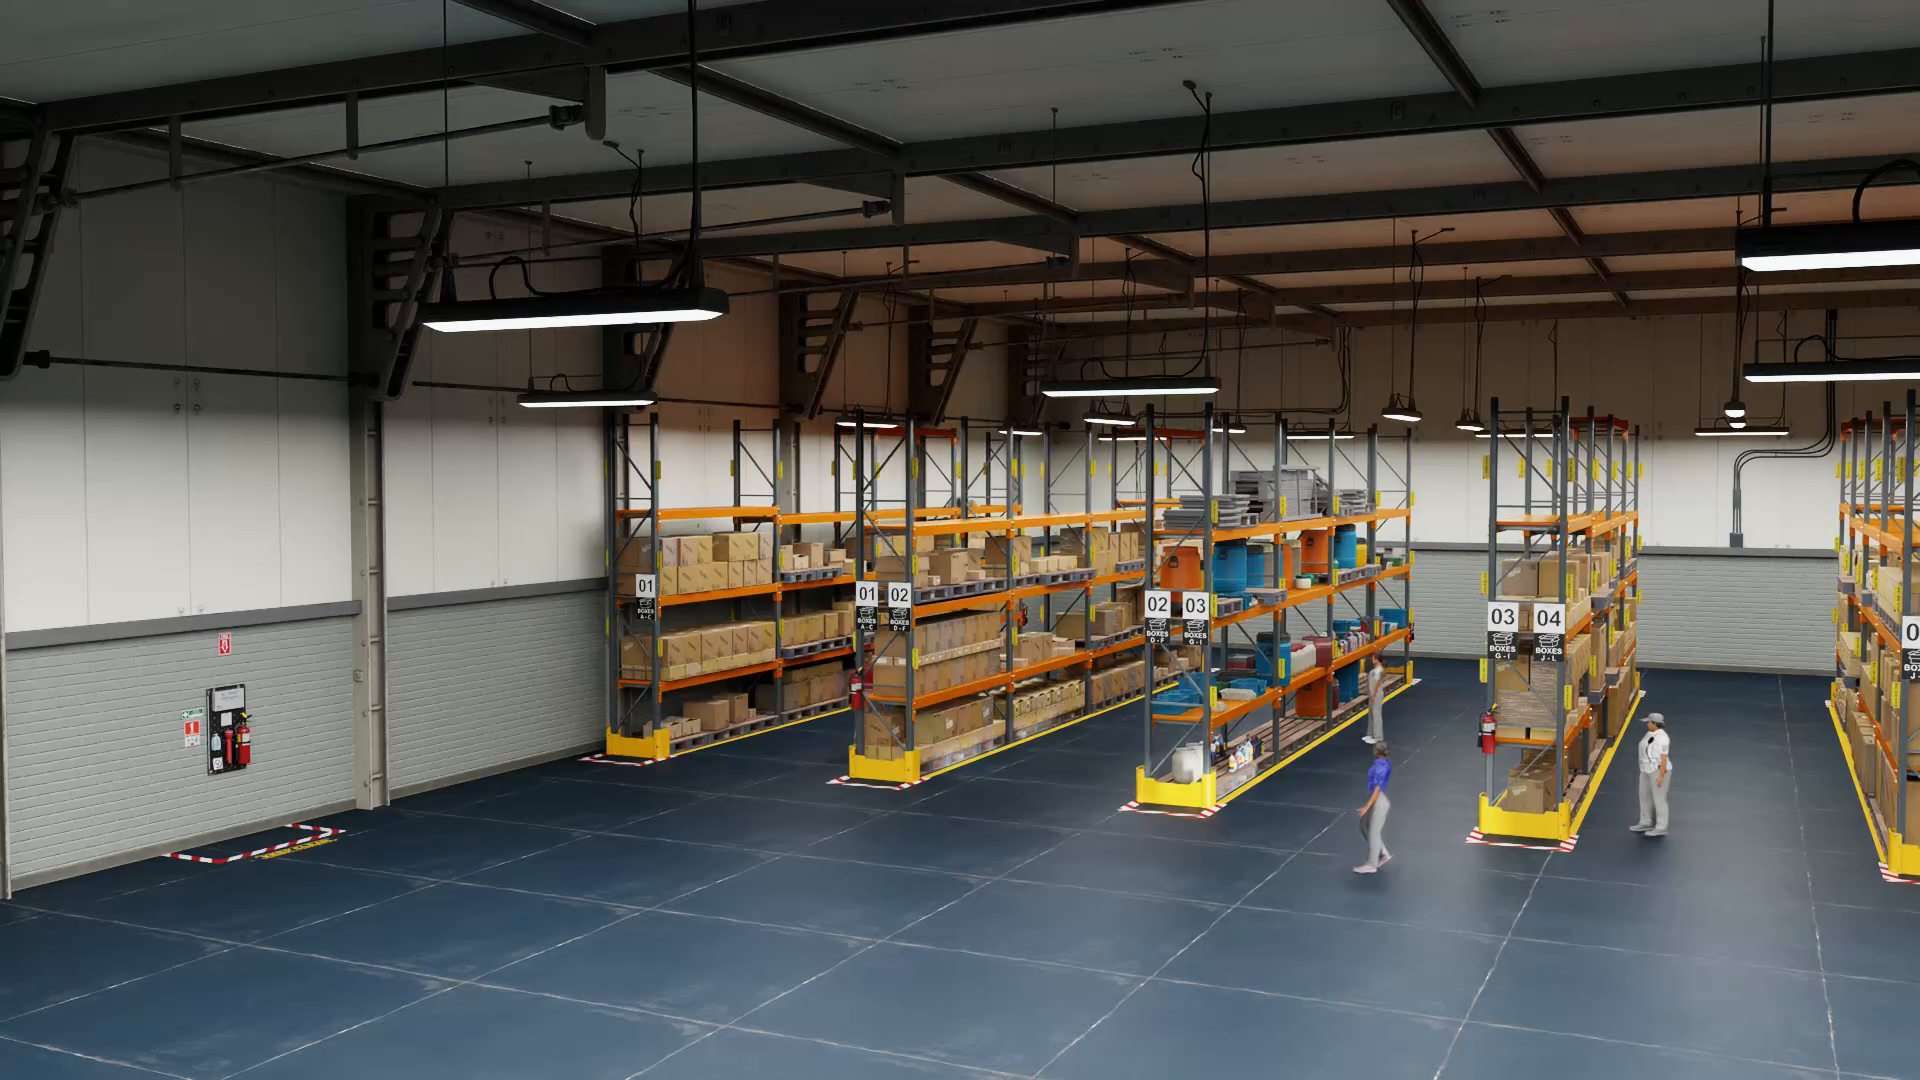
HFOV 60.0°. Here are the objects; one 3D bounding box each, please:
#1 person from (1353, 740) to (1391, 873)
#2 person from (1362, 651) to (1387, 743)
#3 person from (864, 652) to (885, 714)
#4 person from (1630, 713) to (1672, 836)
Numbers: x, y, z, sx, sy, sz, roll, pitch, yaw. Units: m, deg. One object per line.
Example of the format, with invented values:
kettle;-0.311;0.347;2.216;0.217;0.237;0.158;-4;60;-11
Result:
person;5.140;3.306;20.692;0.503;1.667;0.523;0;2;5
person;7.628;2.876;30.576;0.427;1.670;0.513;0;2;4
person;-1.610;2.914;29.954;0.559;1.807;0.543;0;2;-9
person;9.511;3.198;22.829;0.433;1.664;0.534;-1;2;-12
